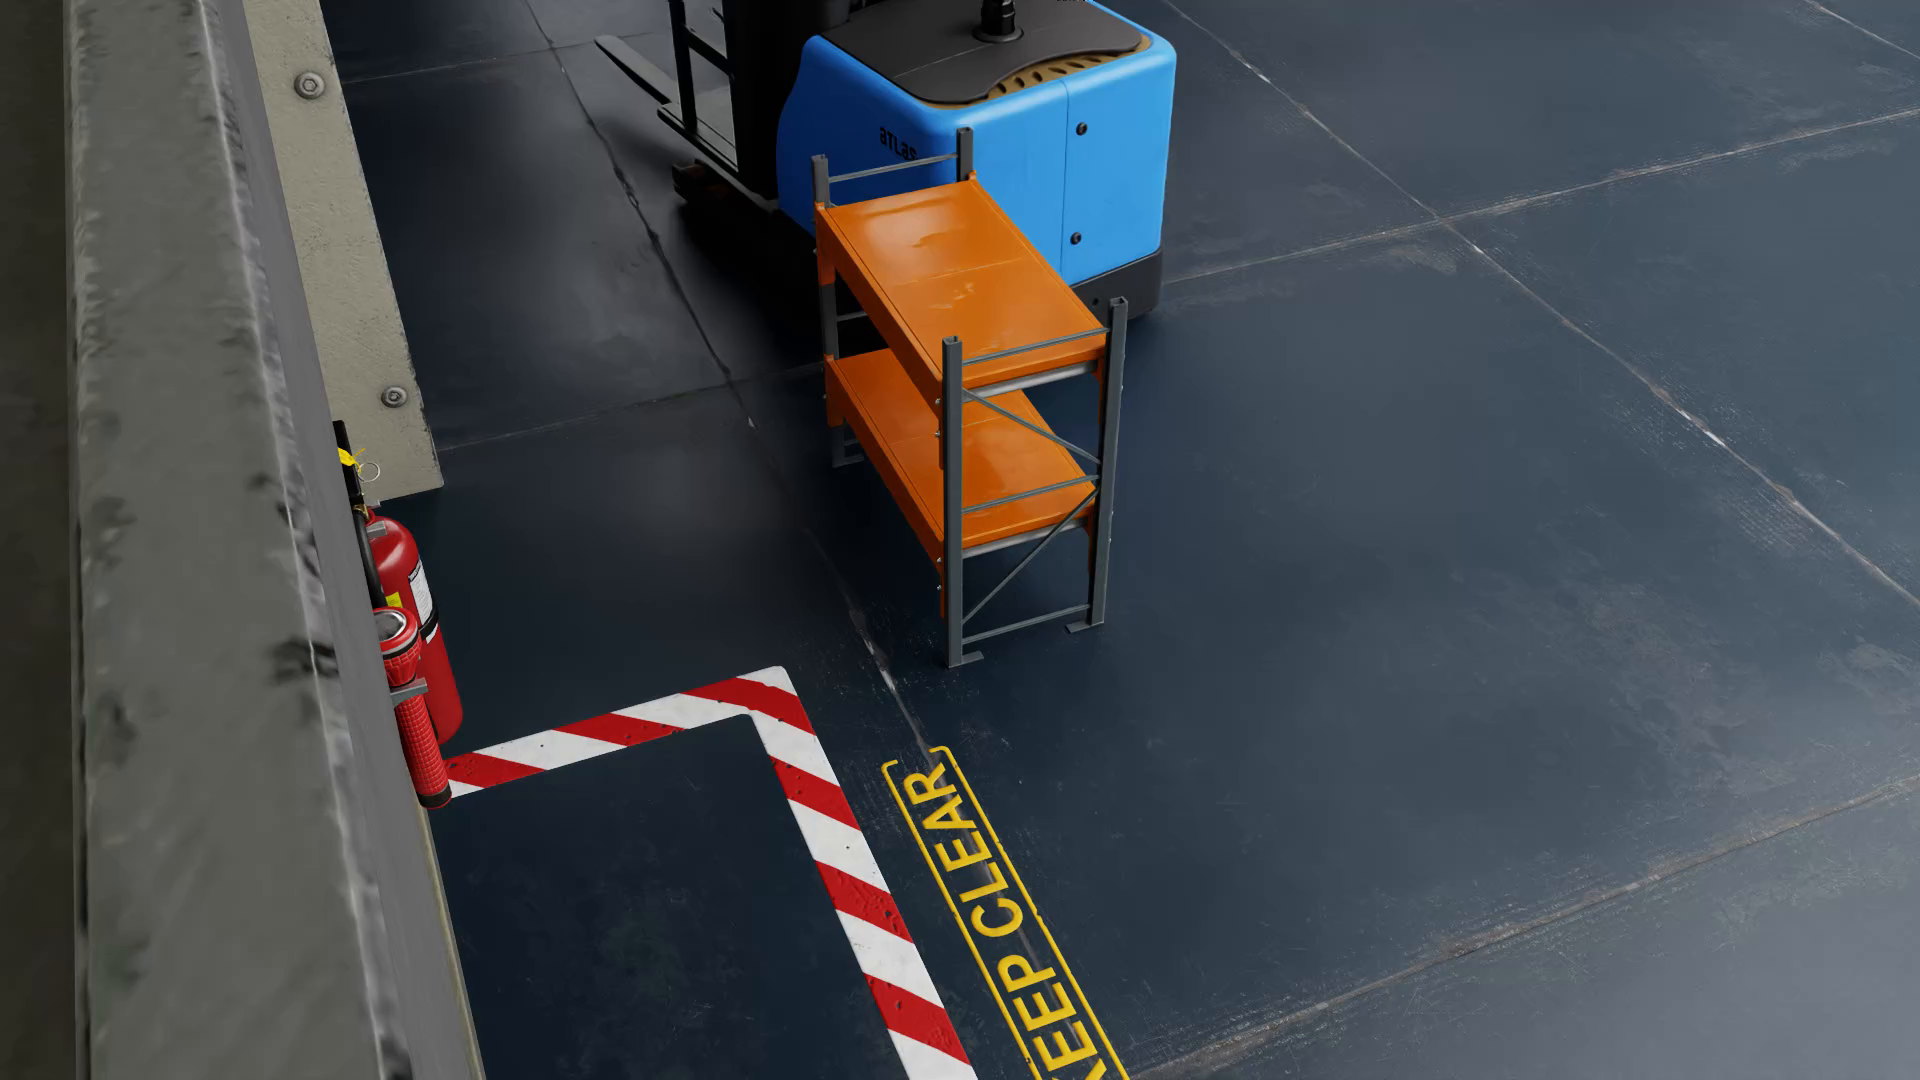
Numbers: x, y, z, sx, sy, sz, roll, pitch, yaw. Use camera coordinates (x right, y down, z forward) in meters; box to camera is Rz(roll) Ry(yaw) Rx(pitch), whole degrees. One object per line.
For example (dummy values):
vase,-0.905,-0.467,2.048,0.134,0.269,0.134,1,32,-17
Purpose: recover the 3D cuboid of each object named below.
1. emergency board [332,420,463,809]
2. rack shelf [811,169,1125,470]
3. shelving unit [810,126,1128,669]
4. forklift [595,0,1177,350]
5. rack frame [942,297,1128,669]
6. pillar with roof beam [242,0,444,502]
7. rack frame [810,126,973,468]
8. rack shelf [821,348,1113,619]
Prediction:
emergency board,-1.000,0.102,2.831,0.194,1.169,0.643,-15,43,-17
rack shelf,-0.003,-0.652,4.697,0.538,0.278,1.000,-15,43,-17
shelving unit,-0.003,-0.431,4.888,0.538,1.125,1.048,-15,43,-17
forklift,-0.518,-2.546,5.962,1.130,2.935,3.031,-25,46,-26
rack frame,0.192,-0.124,4.532,0.500,1.125,0.032,-15,43,-17
pillar with roof beam,2.067,-4.745,3.866,9.100,9.000,0.400,-15,43,-17
rack frame,-0.197,-0.737,5.244,0.500,1.125,0.032,-15,43,-17
rack shelf,-0.003,-0.245,5.047,0.538,0.278,1.000,-15,43,-17
